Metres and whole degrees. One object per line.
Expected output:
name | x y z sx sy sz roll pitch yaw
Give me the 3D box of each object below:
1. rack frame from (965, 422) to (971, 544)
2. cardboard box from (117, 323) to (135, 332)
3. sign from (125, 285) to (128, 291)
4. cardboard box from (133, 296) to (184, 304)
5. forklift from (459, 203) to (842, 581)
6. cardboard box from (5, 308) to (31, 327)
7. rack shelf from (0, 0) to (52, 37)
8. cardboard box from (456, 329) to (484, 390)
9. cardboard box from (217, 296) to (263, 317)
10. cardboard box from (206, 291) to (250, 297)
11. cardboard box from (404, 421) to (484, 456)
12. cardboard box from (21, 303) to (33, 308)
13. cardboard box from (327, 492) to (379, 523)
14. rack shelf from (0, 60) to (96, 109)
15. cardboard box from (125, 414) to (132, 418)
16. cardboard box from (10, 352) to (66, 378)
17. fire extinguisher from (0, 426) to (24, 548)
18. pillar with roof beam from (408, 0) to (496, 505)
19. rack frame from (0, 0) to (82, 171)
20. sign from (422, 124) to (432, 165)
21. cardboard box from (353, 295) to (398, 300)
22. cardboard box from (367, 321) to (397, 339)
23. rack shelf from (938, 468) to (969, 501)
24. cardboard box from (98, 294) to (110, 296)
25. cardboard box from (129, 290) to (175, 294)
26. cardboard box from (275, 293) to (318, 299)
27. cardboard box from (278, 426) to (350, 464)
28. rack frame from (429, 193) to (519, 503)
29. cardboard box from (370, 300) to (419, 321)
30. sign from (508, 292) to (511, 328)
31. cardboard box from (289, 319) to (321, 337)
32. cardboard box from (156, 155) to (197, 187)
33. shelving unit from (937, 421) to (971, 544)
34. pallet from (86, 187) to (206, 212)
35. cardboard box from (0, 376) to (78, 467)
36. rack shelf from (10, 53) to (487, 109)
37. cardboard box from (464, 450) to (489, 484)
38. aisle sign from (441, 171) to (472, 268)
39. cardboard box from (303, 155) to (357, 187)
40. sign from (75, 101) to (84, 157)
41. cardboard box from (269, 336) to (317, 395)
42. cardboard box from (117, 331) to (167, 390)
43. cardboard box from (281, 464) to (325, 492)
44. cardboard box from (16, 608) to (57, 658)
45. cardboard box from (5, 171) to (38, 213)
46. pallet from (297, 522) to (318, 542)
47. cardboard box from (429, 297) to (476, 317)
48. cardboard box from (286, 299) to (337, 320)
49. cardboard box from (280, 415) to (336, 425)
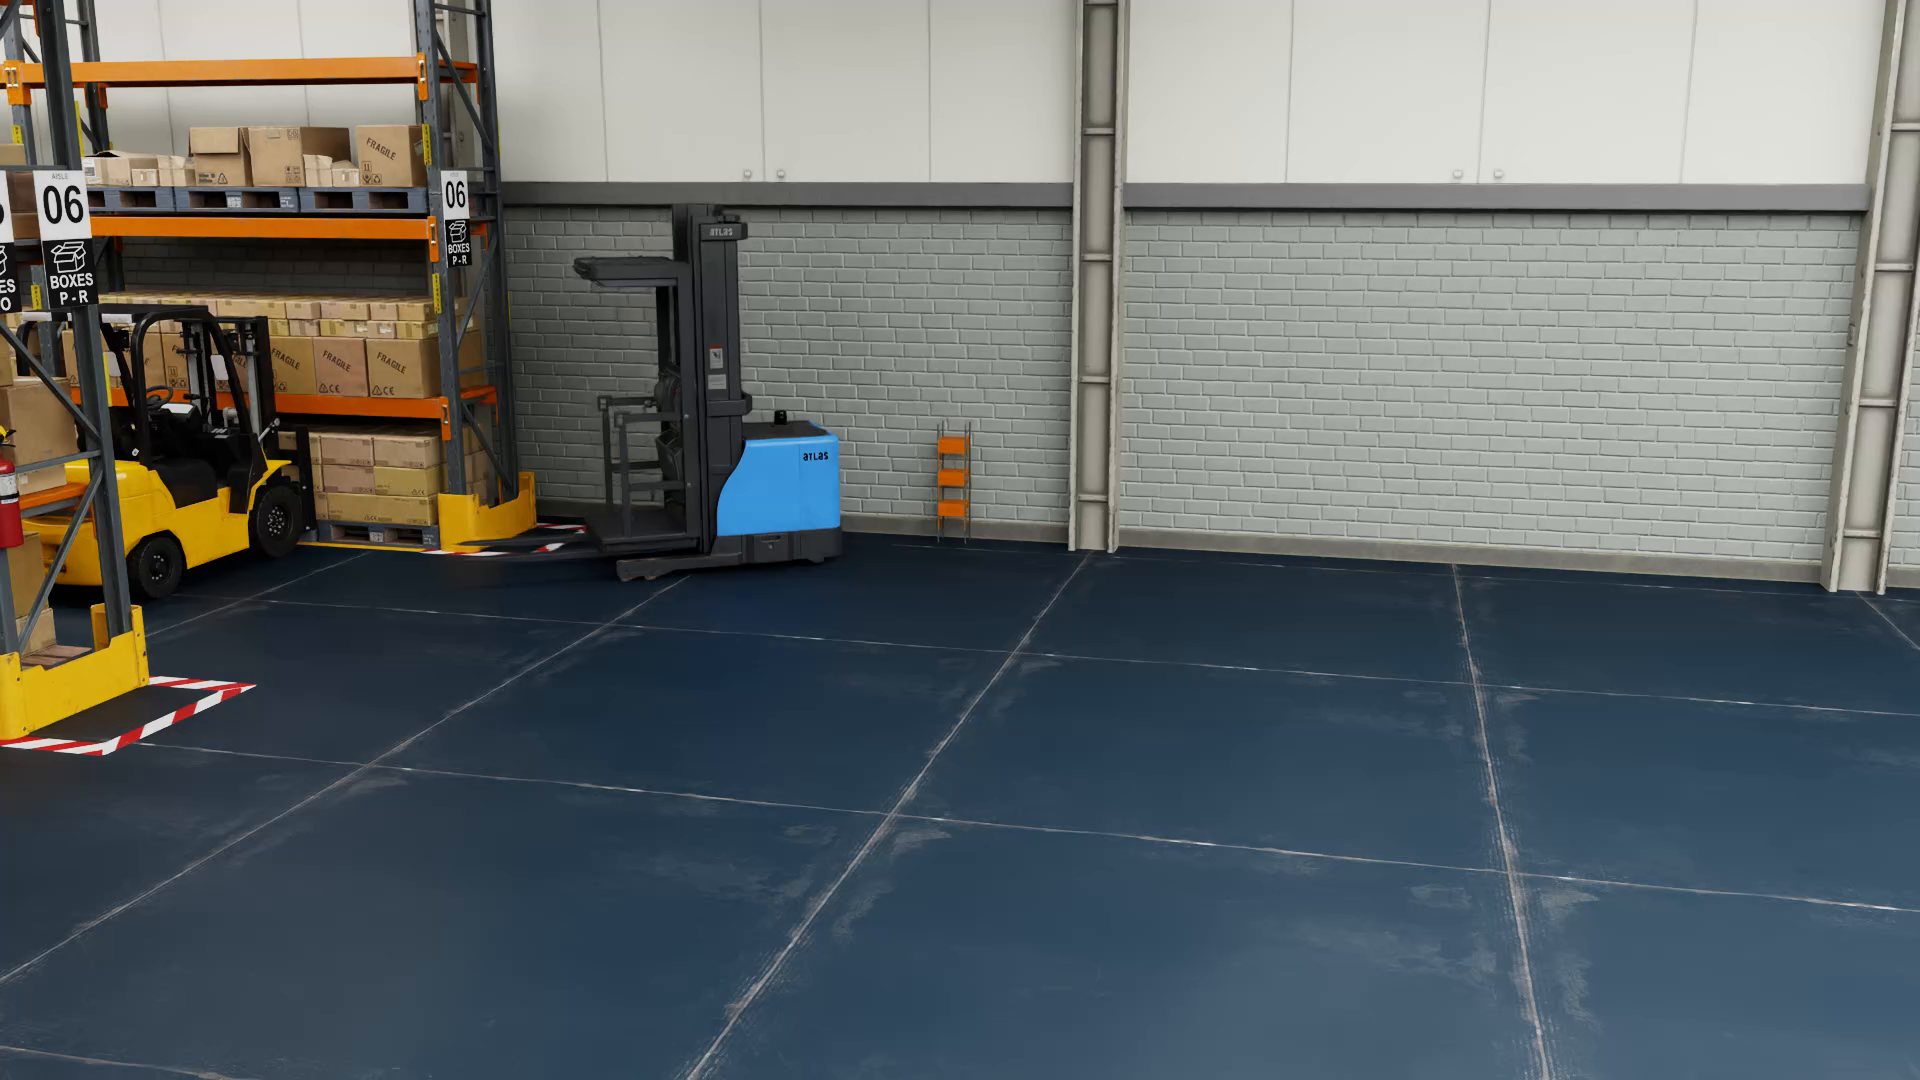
rack frame | 0.067 -0.503 14.573 0.008 1.050 0.200 3 13 13
cardboard box | -7.331 -1.964 14.932 0.250 0.149 0.380 3 13 13
sign | -7.957 -2.269 15.854 0.005 0.325 0.100 3 13 14
cardboard box | -7.100 -2.082 14.777 0.250 0.149 0.380 3 13 15
forklift | -2.557 -1.229 13.508 3.031 2.935 1.130 -4 13 -19
cardboard box | -8.728 -2.037 15.262 0.250 0.149 0.380 3 13 13
rack shelf | -7.333 -3.119 9.685 4.000 0.370 1.077 3 13 14
cardboard box | -4.620 -1.616 14.863 0.500 0.500 0.500 3 13 15
cardboard box | -6.334 -2.063 14.693 0.250 0.149 0.380 3 13 14
cardboard box | -6.707 -2.199 15.302 0.250 0.149 0.380 3 13 13
cardboard box | -4.626 -0.899 14.930 0.500 0.250 0.500 3 13 13
cardboard box | -8.869 -2.158 15.806 0.250 0.149 0.380 3 13 13
cardboard box | -5.218 -0.332 14.683 0.500 0.250 0.500 3 13 14
rack shelf | -10.030 -4.177 15.369 4.000 0.370 1.077 3 13 14
cardboard box | -7.565 -1.057 15.642 0.500 0.250 0.500 3 13 15
cardboard box | -8.641 -1.589 15.316 0.500 0.250 0.500 3 13 15
fire extinguisher | -5.390 -0.299 9.334 0.183 0.674 0.296 3 13 14
pillar with roof beam | -5.697 -3.733 10.782 0.400 9.000 9.100 3 13 14
rack frame | -5.391 -3.368 9.139 0.127 3.000 1.000 3 13 14
sign | -4.349 -3.228 13.571 0.005 0.325 0.100 3 13 14
cardboard box | -5.222 -2.104 14.876 0.250 0.149 0.380 3 13 14
cardboard box | -4.864 -1.815 14.261 0.250 0.149 0.380 3 13 14
rack shelf | -0.051 -0.499 14.603 0.240 0.259 0.215 3 13 13
cardboard box | -7.850 -2.123 14.961 0.250 0.149 0.380 3 13 15
cardboard box | -7.473 -2.227 15.431 0.250 0.149 0.380 3 13 12
cardboard box | -5.975 -2.143 15.051 0.250 0.149 0.380 3 13 14
cardboard box | -5.716 -0.842 14.673 0.500 0.250 0.500 3 13 14
rack frame | -4.205 -1.483 14.495 0.127 3.000 1.000 3 13 14
cardboard box | -4.850 -1.975 14.293 0.250 0.149 0.380 3 13 14
sign | -4.066 -2.061 14.917 0.005 0.325 0.100 3 13 14
cardboard box | -5.610 -1.861 14.466 0.250 0.149 0.380 3 13 12
cardboard box | -6.720 -3.203 14.429 0.258 0.266 0.396 3 13 12
shelving unit | -0.051 -0.509 14.600 0.252 1.050 0.215 3 13 13
pallet | -7.254 -3.073 14.940 1.213 0.211 1.003 3 13 14
cardboard box | -5.784 -0.716 10.120 0.500 0.500 0.500 3 13 13
rack shelf | -6.147 -3.970 14.434 4.000 0.370 1.077 3 13 14
cardboard box | -4.612 -0.658 15.000 0.500 0.250 0.500 3 13 15
aisle sign | -4.212 -2.687 13.919 0.004 0.787 0.394 3 13 14
cardboard box | -5.329 -3.128 14.093 0.258 0.266 0.396 3 13 14
sign | -5.261 -2.445 9.884 0.005 0.325 0.100 3 13 14
cardboard box | -5.745 -1.558 14.600 0.500 0.500 0.500 3 13 12
cardboard box | -7.211 -1.638 14.962 0.500 0.500 0.500 3 13 15
cardboard box | -5.743 -0.600 14.739 0.500 0.250 0.500 3 13 12
cardboard box | -6.108 0.598 10.492 0.500 0.250 0.500 3 13 13
cardboard box | -5.815 -2.058 9.818 0.500 0.250 0.500 3 13 13
pallet | -6.138 -0.217 15.223 1.213 0.211 1.003 3 13 14
cardboard box | -4.480 -2.056 14.662 0.250 0.149 0.380 3 13 12
cardboard box | -5.614 -2.001 14.414 0.250 0.149 0.380 3 13 15
cardboard box | -6.091 -0.980 15.297 0.500 0.250 0.500 3 13 12
